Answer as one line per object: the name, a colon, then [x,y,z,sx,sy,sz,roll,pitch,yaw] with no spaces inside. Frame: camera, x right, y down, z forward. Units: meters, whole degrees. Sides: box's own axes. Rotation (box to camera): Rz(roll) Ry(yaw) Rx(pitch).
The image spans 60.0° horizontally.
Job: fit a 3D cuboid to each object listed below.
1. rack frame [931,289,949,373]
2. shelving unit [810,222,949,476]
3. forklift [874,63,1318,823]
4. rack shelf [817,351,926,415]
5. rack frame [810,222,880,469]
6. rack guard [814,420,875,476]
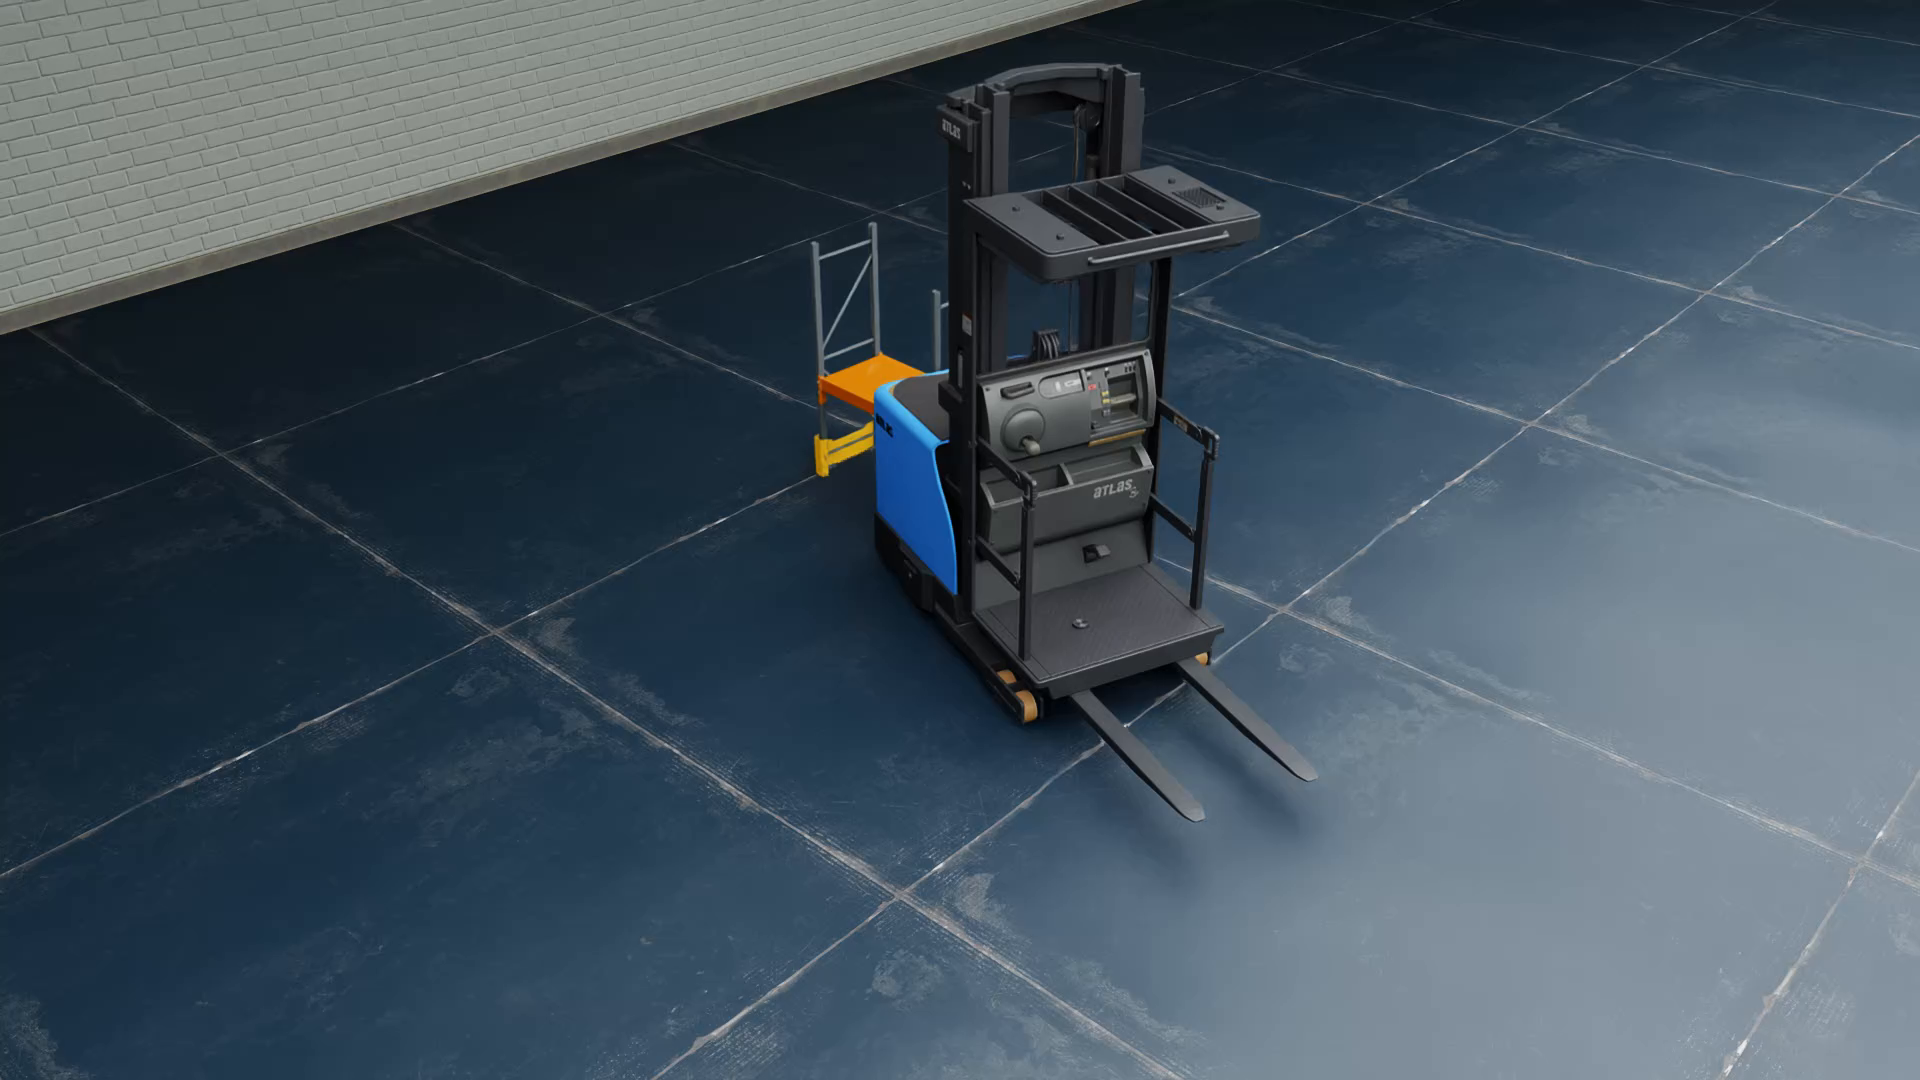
rack frame: [0.030,-0.793,9.557,0.500,1.500,0.032,-27,40,-37]
shelving unit: [-0.321,-0.976,9.861,0.587,1.500,1.083,-27,40,-37]
forklift: [0.632,-0.613,7.871,1.130,2.935,3.031,-15,34,-23]
rack shelf: [-0.328,-0.825,9.959,0.538,0.185,1.000,-27,40,-37]
rack frame: [-0.685,-1.165,10.176,0.500,1.500,0.032,-27,40,-37]
rack guard: [-0.672,-0.623,10.486,0.587,0.250,0.087,-27,40,-37]
